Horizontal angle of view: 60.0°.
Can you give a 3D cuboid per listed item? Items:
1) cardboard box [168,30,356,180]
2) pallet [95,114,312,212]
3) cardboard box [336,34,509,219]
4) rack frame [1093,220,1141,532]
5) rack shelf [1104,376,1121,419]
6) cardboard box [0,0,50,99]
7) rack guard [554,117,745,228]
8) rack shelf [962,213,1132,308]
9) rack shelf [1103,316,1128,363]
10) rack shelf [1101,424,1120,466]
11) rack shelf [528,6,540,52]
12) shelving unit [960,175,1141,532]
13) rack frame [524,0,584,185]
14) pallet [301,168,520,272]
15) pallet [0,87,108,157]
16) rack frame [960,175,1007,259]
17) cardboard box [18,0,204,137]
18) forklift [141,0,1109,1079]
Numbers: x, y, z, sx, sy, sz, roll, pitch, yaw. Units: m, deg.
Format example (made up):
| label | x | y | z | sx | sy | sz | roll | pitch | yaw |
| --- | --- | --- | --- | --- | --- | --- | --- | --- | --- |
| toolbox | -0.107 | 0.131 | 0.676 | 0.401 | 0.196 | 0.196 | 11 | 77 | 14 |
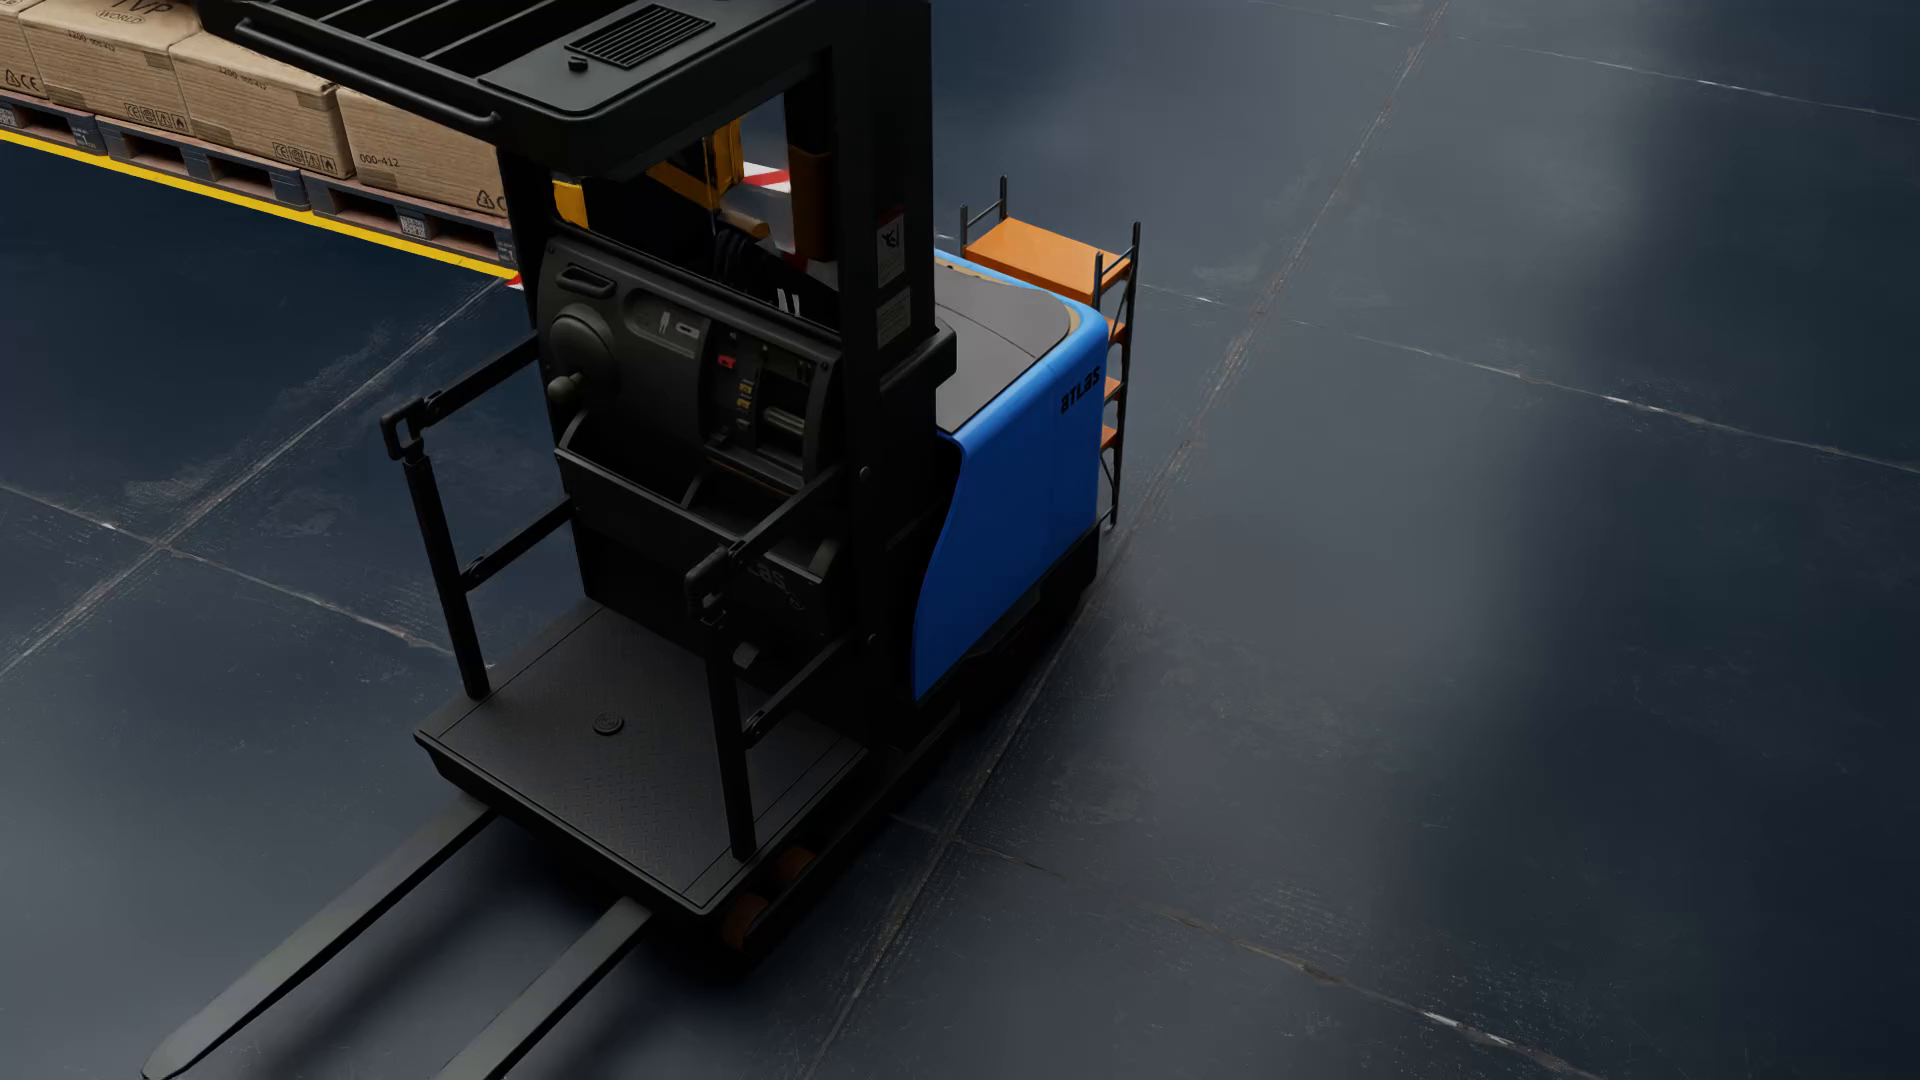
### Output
| label | x | y | z | sx | sy | sz | roll | pitch | yaw |
| --- | --- | --- | --- | --- | --- | --- | --- | --- | --- |
| cardboard box | -2.870 | -2.106 | 7.525 | 0.875 | 0.438 | 0.875 | 18 | 44 | 20 |
| pallet | -3.256 | -2.004 | 7.900 | 1.213 | 0.211 | 1.003 | 17 | 44 | 19 |
| cardboard box | -2.037 | -1.858 | 7.238 | 0.875 | 0.438 | 0.875 | 16 | 43 | 17 |
| rack frame | 0.473 | -0.448 | 5.351 | 0.015 | 1.200 | 0.240 | 25 | 47 | 26 |
| rack shelf | 0.273 | -0.489 | 5.501 | 0.480 | 0.148 | 0.258 | 25 | 47 | 26 |
| cardboard box | -4.498 | -2.604 | 8.100 | 0.875 | 0.438 | 0.875 | 16 | 44 | 18 |
| rack guard | -1.375 | -1.592 | 7.206 | 0.348 | 0.500 | 1.175 | 17 | 44 | 19 |
| rack shelf | 0.274 | -0.837 | 5.200 | 0.480 | 0.148 | 0.258 | 25 | 47 | 26 |
| rack shelf | 0.273 | -0.659 | 5.355 | 0.480 | 0.148 | 0.258 | 25 | 47 | 26 |
| rack shelf | 0.273 | -0.339 | 5.631 | 0.480 | 0.148 | 0.258 | 25 | 47 | 26 |
| rack shelf | -3.209 | -2.826 | 7.269 | 4.000 | 0.370 | 1.077 | 17 | 44 | 19 |
| shelving unit | 0.273 | -0.540 | 5.457 | 0.503 | 1.200 | 0.258 | 25 | 47 | 26 |
| rack frame | -1.396 | -2.544 | 6.394 | 0.127 | 3.000 | 1.000 | 17 | 44 | 19 |
| pallet | -2.154 | -1.665 | 7.510 | 1.213 | 0.211 | 1.003 | 17 | 44 | 19 |
| pallet | -4.365 | -2.341 | 8.289 | 1.213 | 0.211 | 1.003 | 17 | 44 | 19 |
| rack frame | 0.074 | -0.632 | 5.563 | 0.015 | 1.200 | 0.240 | 25 | 47 | 26 |
| cardboard box | -3.686 | -2.357 | 7.814 | 0.875 | 0.438 | 0.875 | 16 | 43 | 17 |
| forklift | -0.805 | -0.360 | 3.927 | 1.130 | 2.935 | 3.031 | 25 | 47 | 26 |
